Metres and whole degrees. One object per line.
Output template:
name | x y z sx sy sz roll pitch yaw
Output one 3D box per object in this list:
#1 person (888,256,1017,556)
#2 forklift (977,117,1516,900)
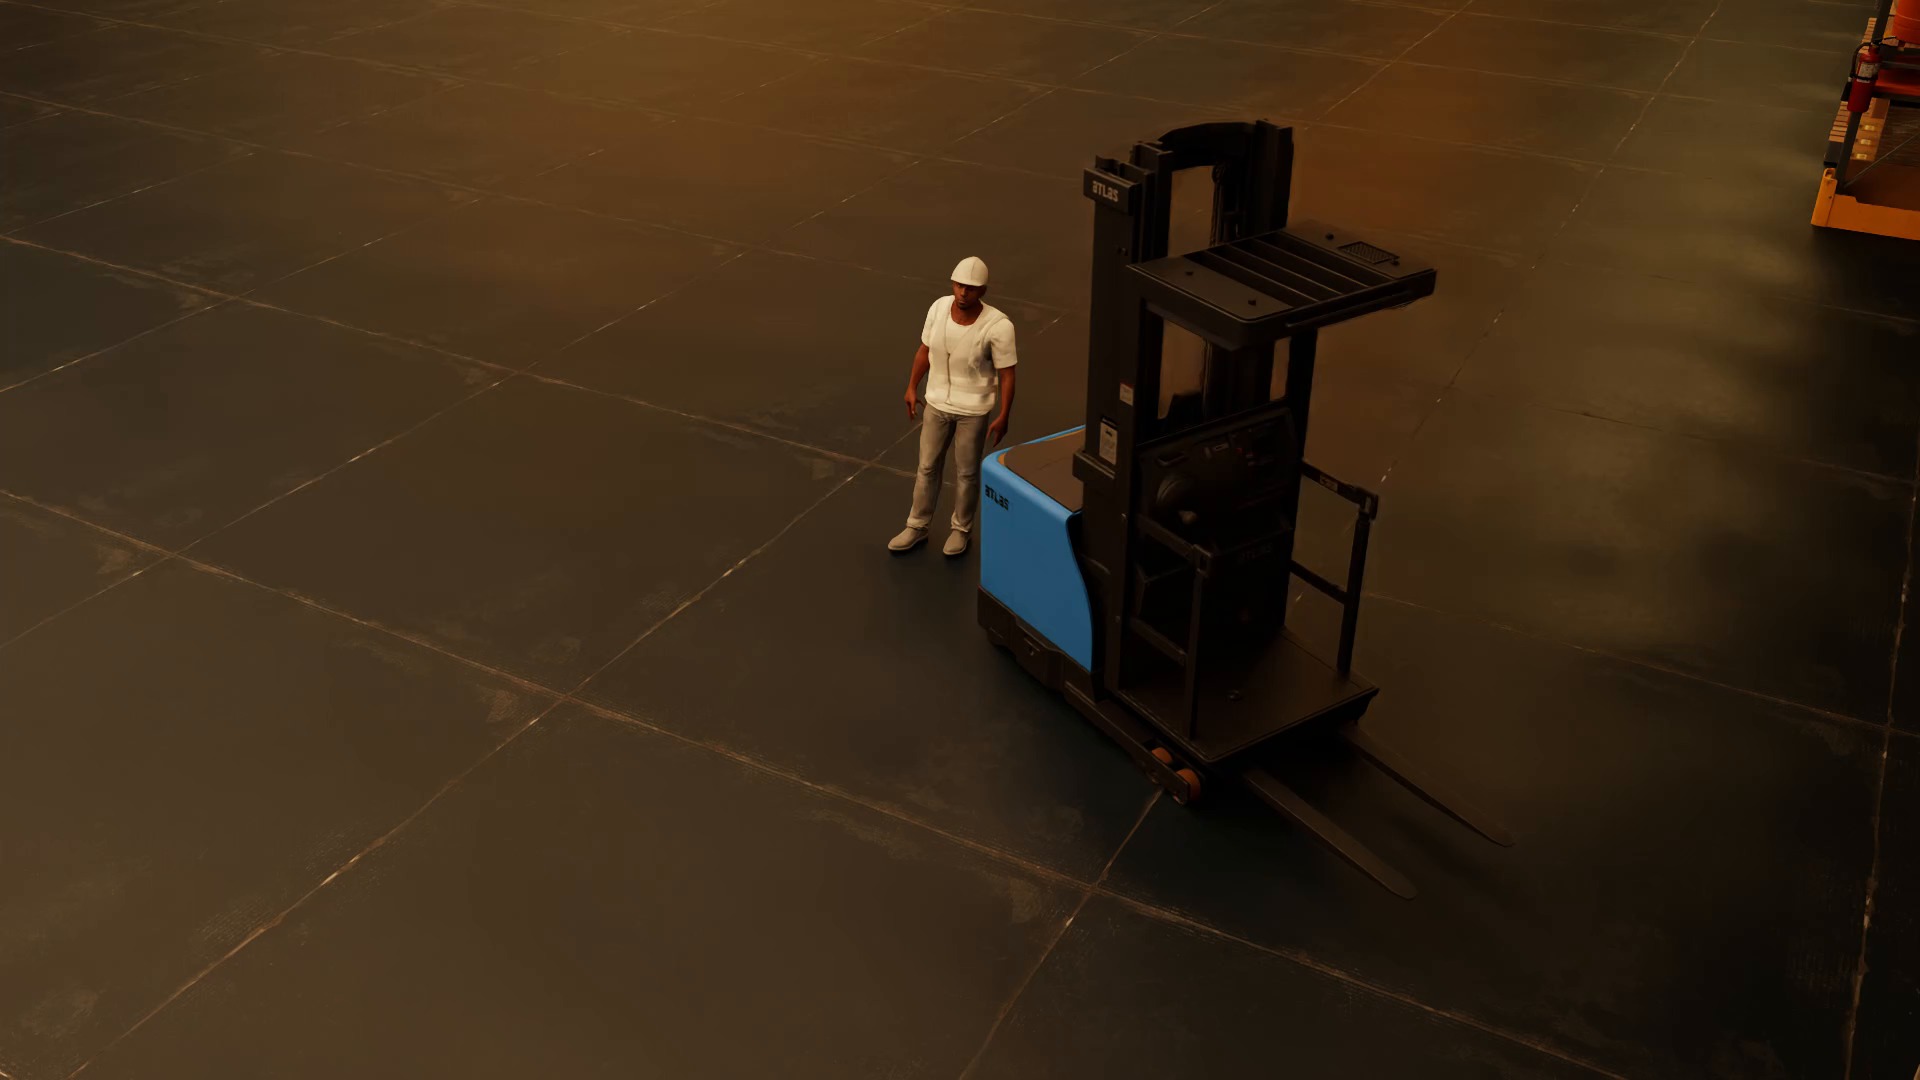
person | -0.039 -0.741 9.506 0.665 1.769 0.574 15 33 25
forklift | 1.324 -0.295 7.582 1.130 2.935 3.031 -18 35 -28
